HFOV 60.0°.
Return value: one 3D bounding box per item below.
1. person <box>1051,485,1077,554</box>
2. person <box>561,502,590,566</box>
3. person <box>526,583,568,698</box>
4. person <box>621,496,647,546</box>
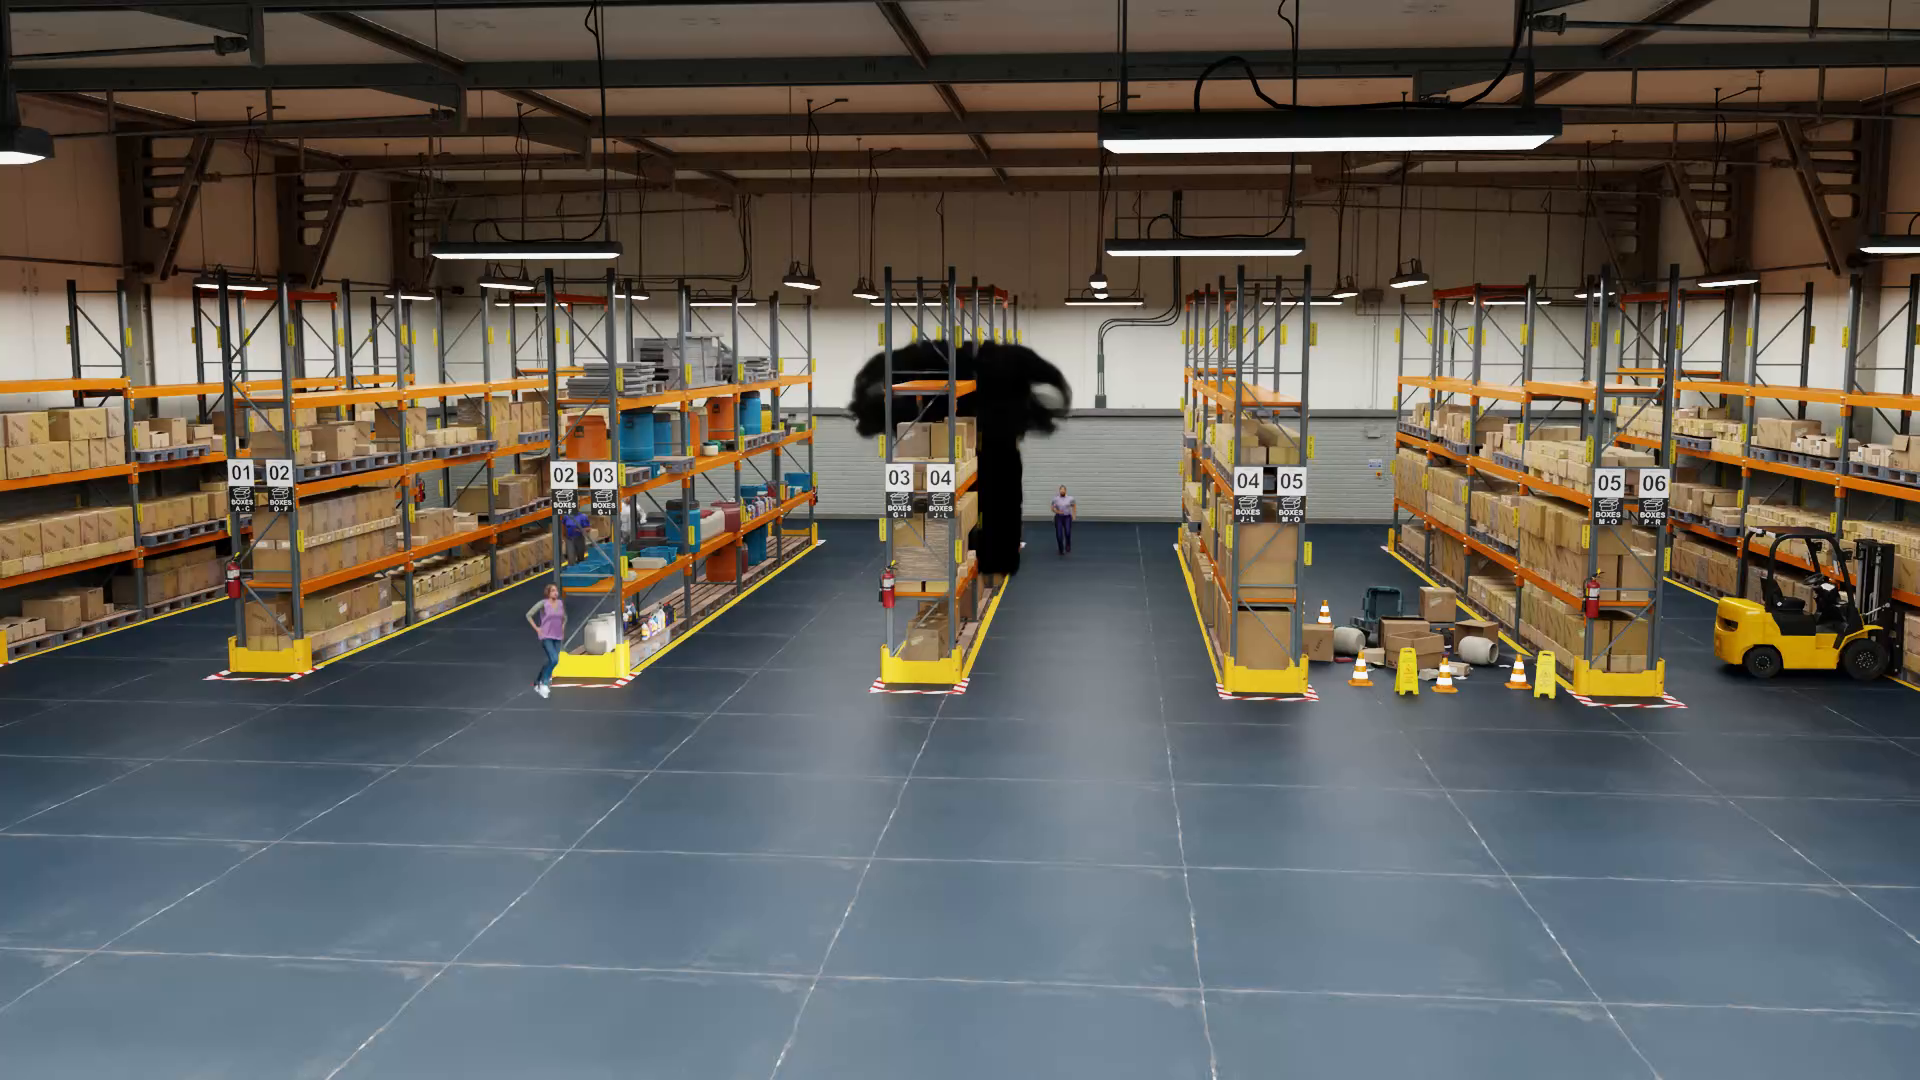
[{"bbox_3d":[2.388,-0.455,38.358,0.592,1.609,0.577,1,7,5],"label":"person"},{"bbox_3d":[-7.186,0.091,31.122,0.559,1.694,0.831,-1,7,-8],"label":"person"},{"bbox_3d":[-5.720,1.401,23.252,0.561,1.580,0.570,6,9,41],"label":"person"},{"bbox_3d":[-6.577,-0.142,33.053,0.628,1.719,0.804,0,7,3],"label":"person"}]
